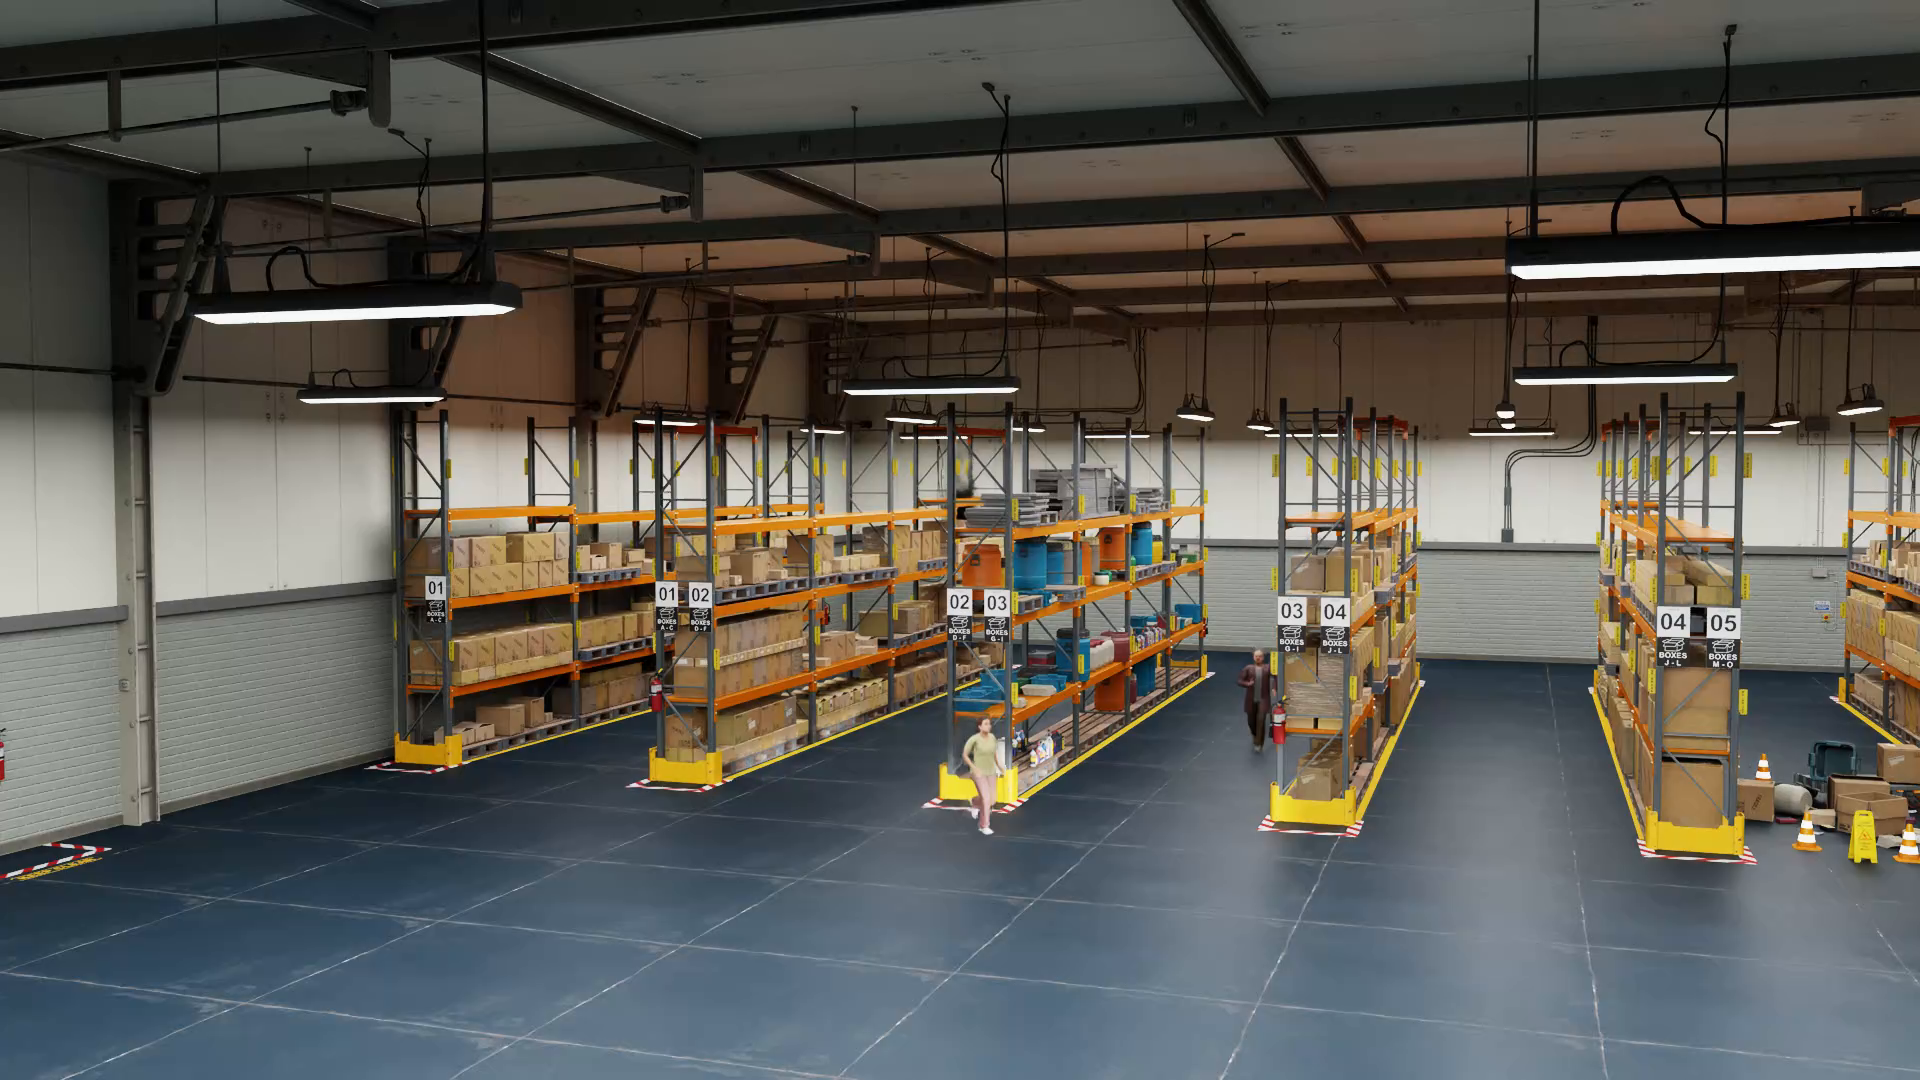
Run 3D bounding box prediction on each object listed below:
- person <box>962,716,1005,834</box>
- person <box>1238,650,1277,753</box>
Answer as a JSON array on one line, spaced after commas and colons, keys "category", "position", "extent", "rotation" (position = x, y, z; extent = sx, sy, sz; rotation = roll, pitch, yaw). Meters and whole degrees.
[{"category": "person", "position": [0.263, 3.214, 22.960], "extent": [0.566, 1.621, 0.616], "rotation": [-2, 3, -35]}, {"category": "person", "position": [5.288, 2.873, 29.492], "extent": [0.711, 1.666, 1.053], "rotation": [1, 3, 17]}]
